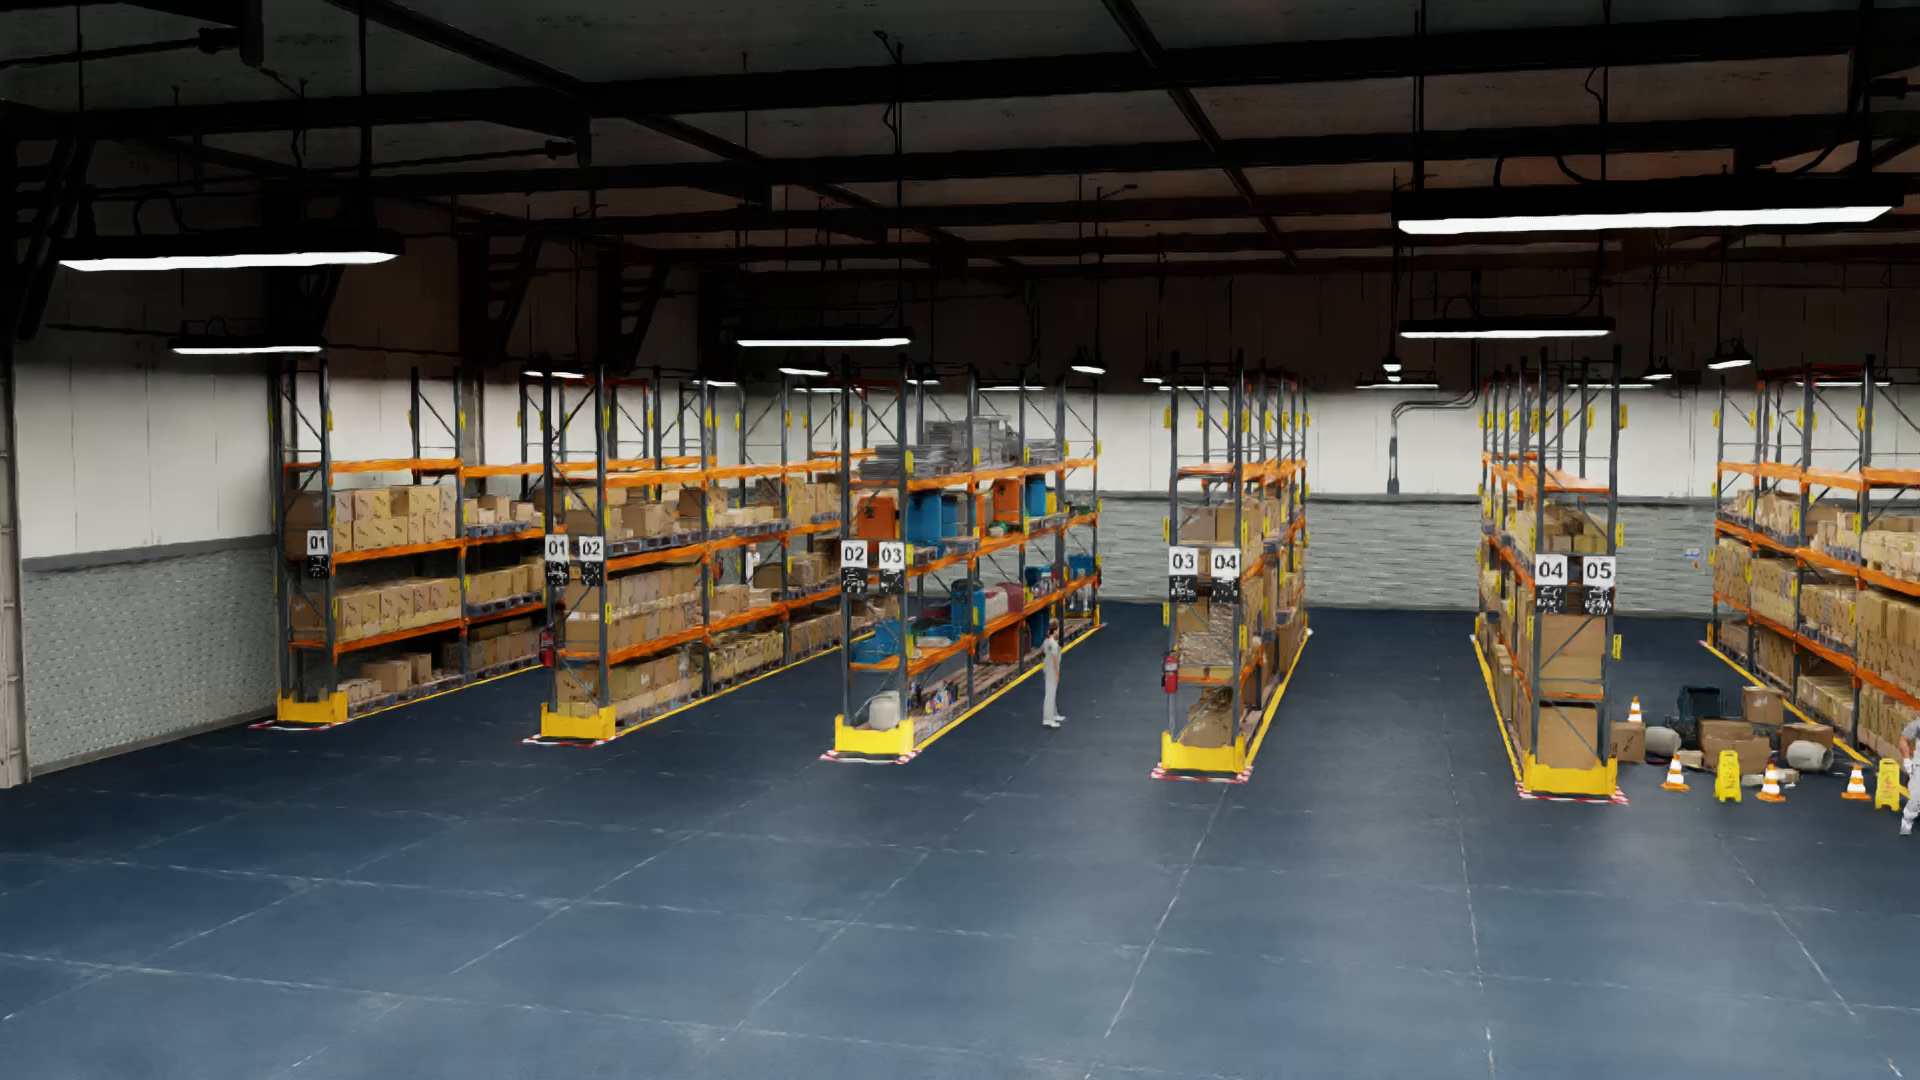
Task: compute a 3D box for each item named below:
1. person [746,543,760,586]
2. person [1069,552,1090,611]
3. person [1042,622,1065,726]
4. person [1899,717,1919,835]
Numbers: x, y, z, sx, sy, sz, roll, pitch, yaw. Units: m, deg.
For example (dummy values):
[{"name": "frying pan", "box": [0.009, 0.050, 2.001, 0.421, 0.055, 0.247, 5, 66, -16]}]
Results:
[{"name": "person", "box": [-5.445, 0.948, 43.830, 0.753, 1.769, 0.580, -3, 5, -39]}, {"name": "person", "box": [3.141, 1.085, 43.756, 0.452, 1.536, 0.881, -1, 4, -8]}, {"name": "person", "box": [1.558, 2.184, 27.336, 0.454, 1.679, 0.539, -1, 4, -13]}, {"name": "person", "box": [11.600, 2.713, 19.865, 0.677, 1.742, 0.547, 1, 4, 13]}]
